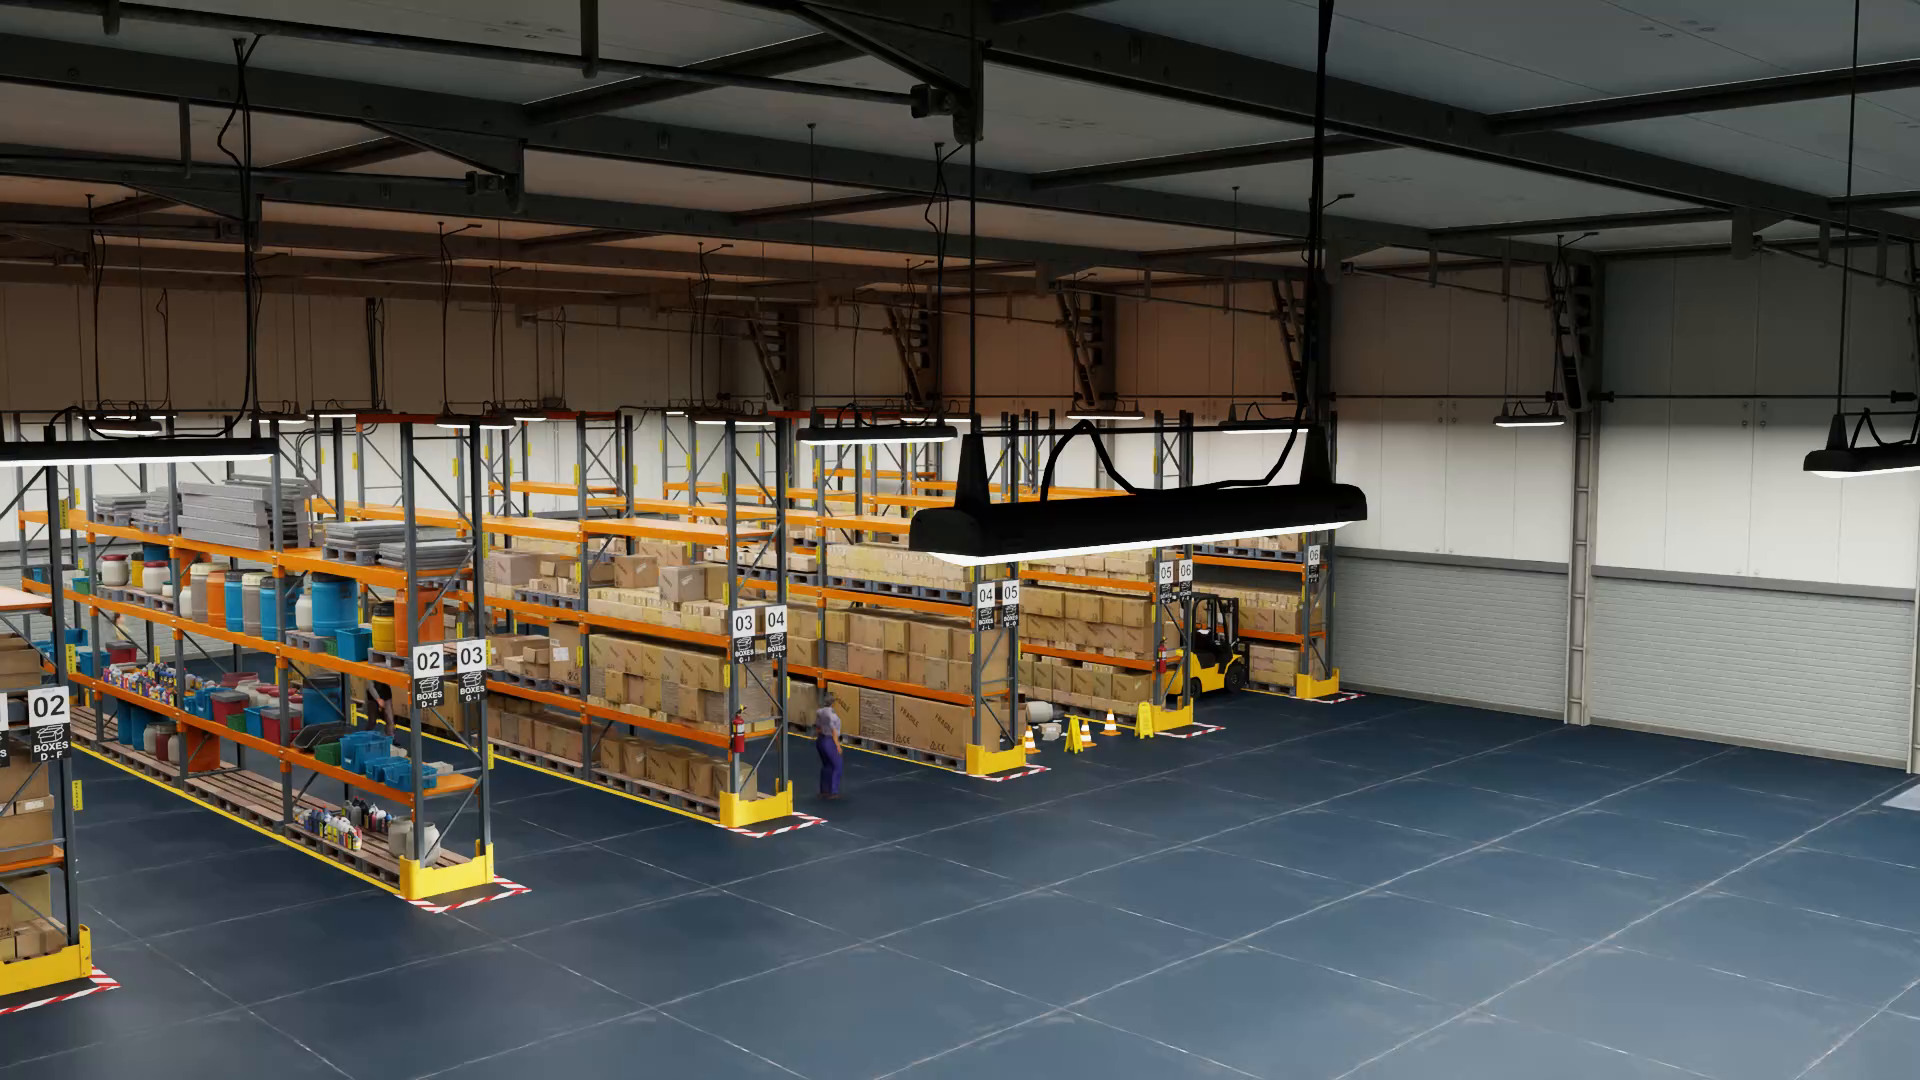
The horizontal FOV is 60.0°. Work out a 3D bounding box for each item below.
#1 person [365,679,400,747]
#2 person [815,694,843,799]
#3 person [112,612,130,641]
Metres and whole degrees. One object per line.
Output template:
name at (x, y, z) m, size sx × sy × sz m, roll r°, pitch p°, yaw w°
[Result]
person at (-10.477, 2.895, 30.003) m, size 0.482 × 1.685 × 1.012 m, roll -4°, pitch 6°, yaw -40°
person at (-2.079, 3.275, 26.287) m, size 0.368 × 1.702 × 0.528 m, roll -2°, pitch 6°, yaw -26°
person at (-18.053, 2.364, 35.945) m, size 0.467 × 1.656 × 0.506 m, roll -4°, pitch 6°, yaw -36°
